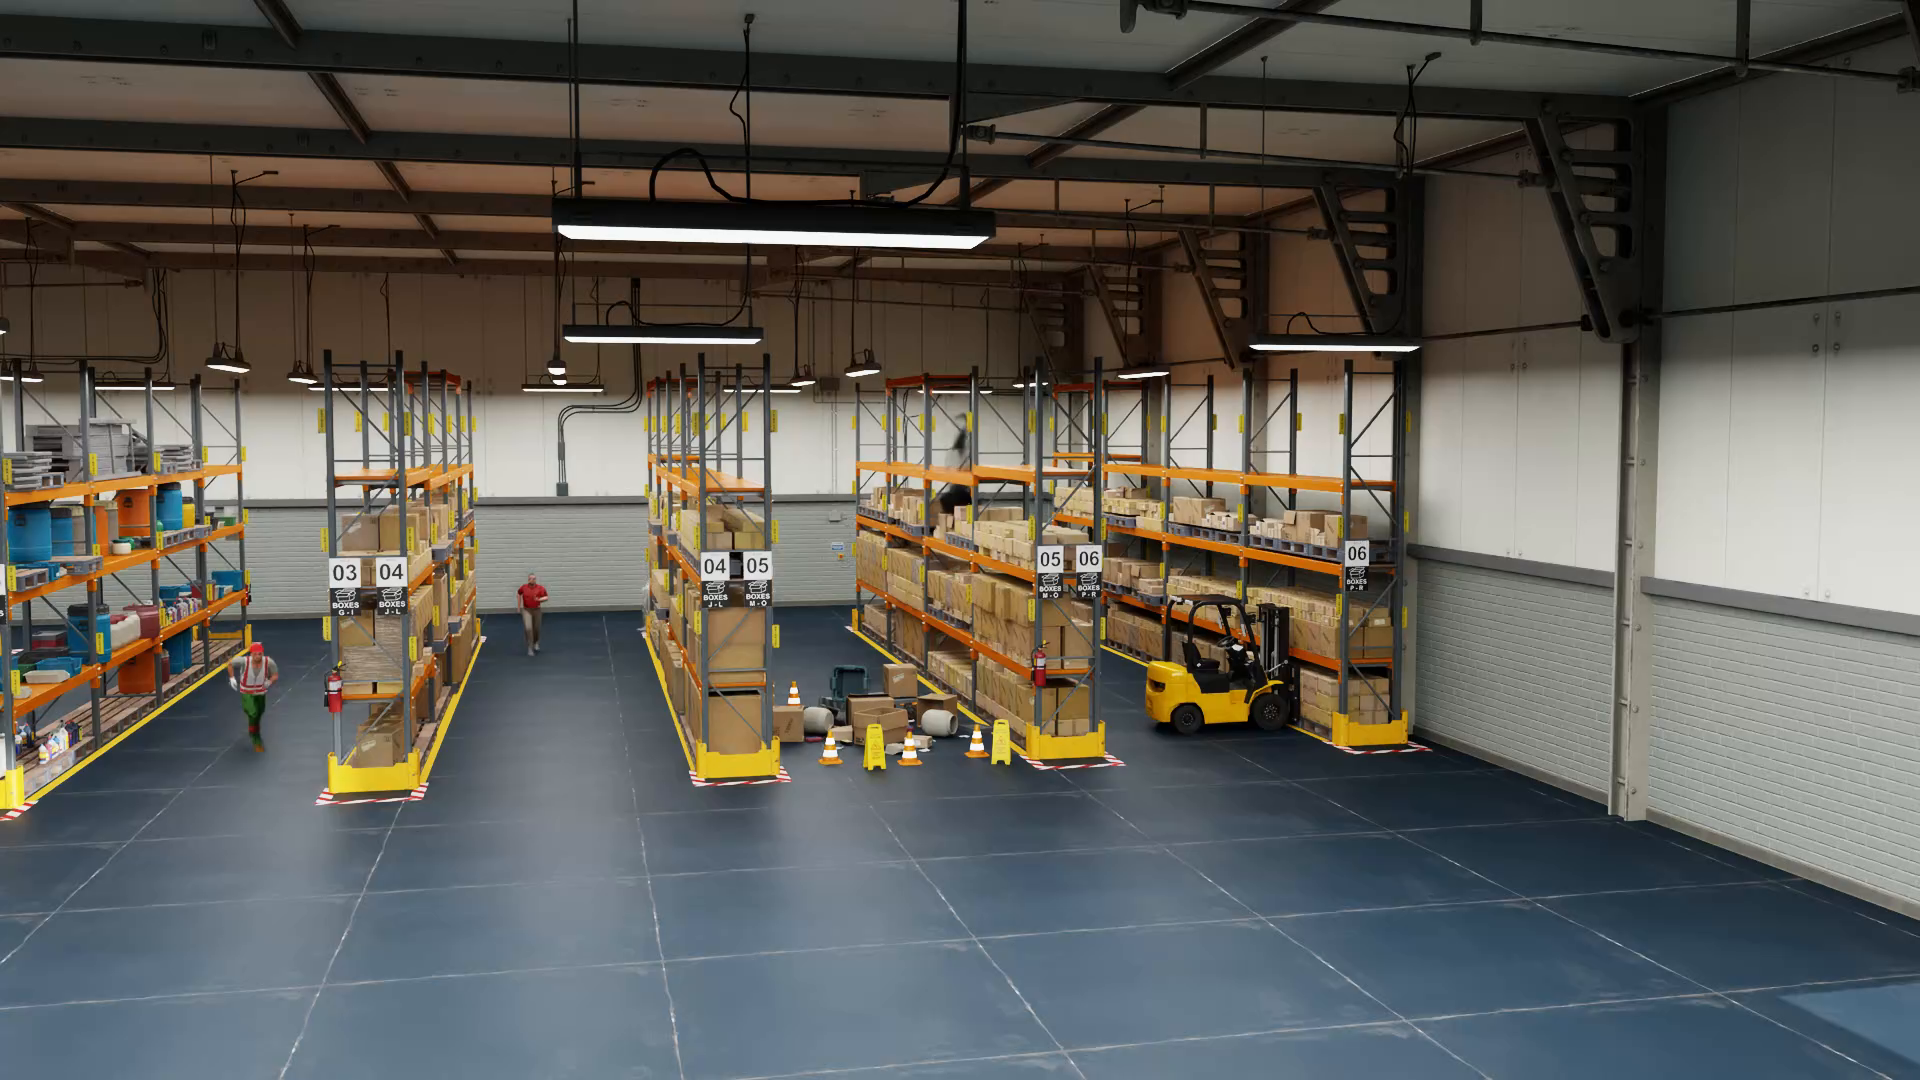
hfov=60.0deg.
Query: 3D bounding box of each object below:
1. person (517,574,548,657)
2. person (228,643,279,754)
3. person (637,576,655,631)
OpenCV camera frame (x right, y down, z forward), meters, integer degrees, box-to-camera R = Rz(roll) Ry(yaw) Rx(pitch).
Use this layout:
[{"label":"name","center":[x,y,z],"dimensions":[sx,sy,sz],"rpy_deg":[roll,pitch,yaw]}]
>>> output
[{"label":"person","center":[-9.306,1.607,36.220],"dimensions":[0.643,1.766,0.923],"rpy_deg":[-1,4,-17]},{"label":"person","center":[-10.862,2.407,25.556],"dimensions":[0.706,1.731,1.052],"rpy_deg":[-2,5,-31]},{"label":"person","center":[-7.408,1.342,40.161],"dimensions":[0.791,1.758,0.731],"rpy_deg":[-2,4,-23]}]
